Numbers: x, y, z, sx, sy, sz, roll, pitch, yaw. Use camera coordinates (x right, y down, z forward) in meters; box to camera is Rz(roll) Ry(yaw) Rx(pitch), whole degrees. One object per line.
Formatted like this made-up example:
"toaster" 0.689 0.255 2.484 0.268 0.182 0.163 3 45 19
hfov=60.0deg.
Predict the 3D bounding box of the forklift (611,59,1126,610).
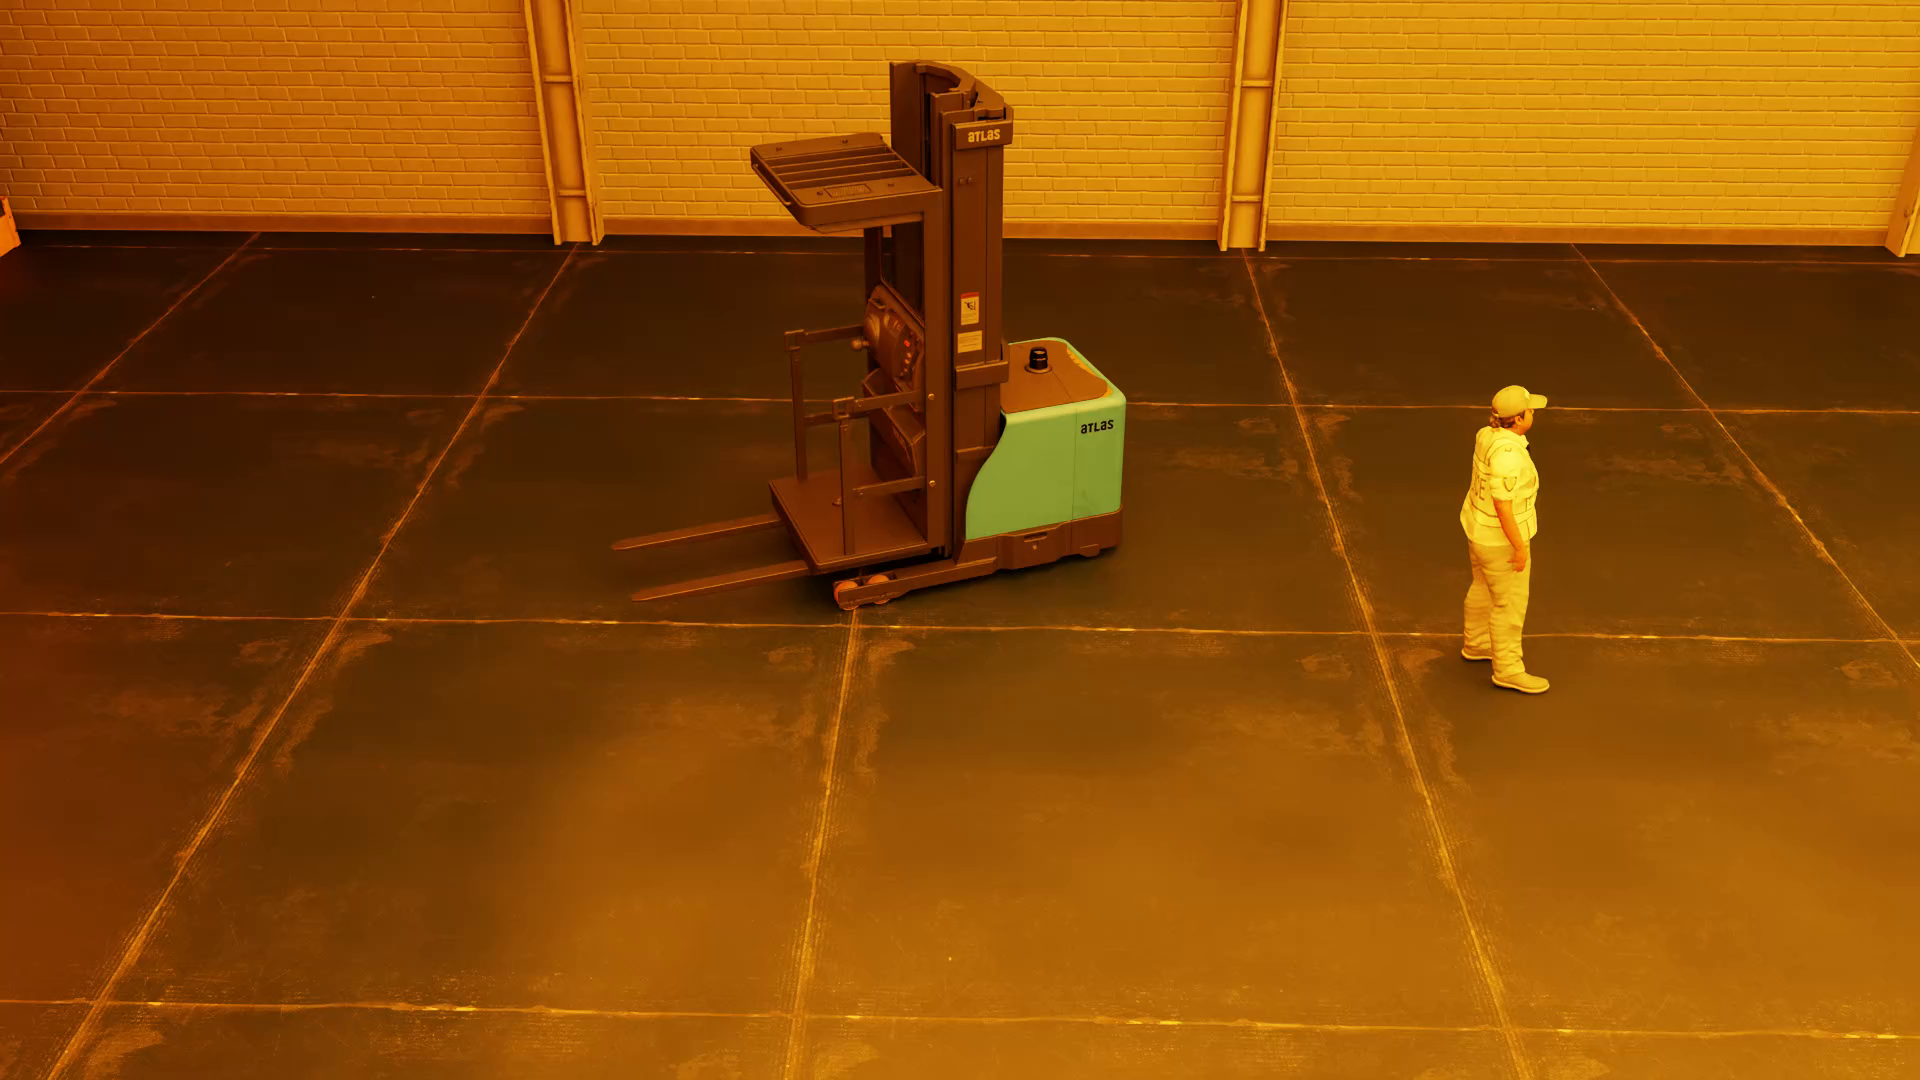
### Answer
"forklift" -0.569 -1.153 9.570 3.031 2.935 1.130 -11 32 -18

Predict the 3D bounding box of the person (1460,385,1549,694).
"person" 2.965 -0.032 8.899 0.529 1.670 0.598 1 31 1
